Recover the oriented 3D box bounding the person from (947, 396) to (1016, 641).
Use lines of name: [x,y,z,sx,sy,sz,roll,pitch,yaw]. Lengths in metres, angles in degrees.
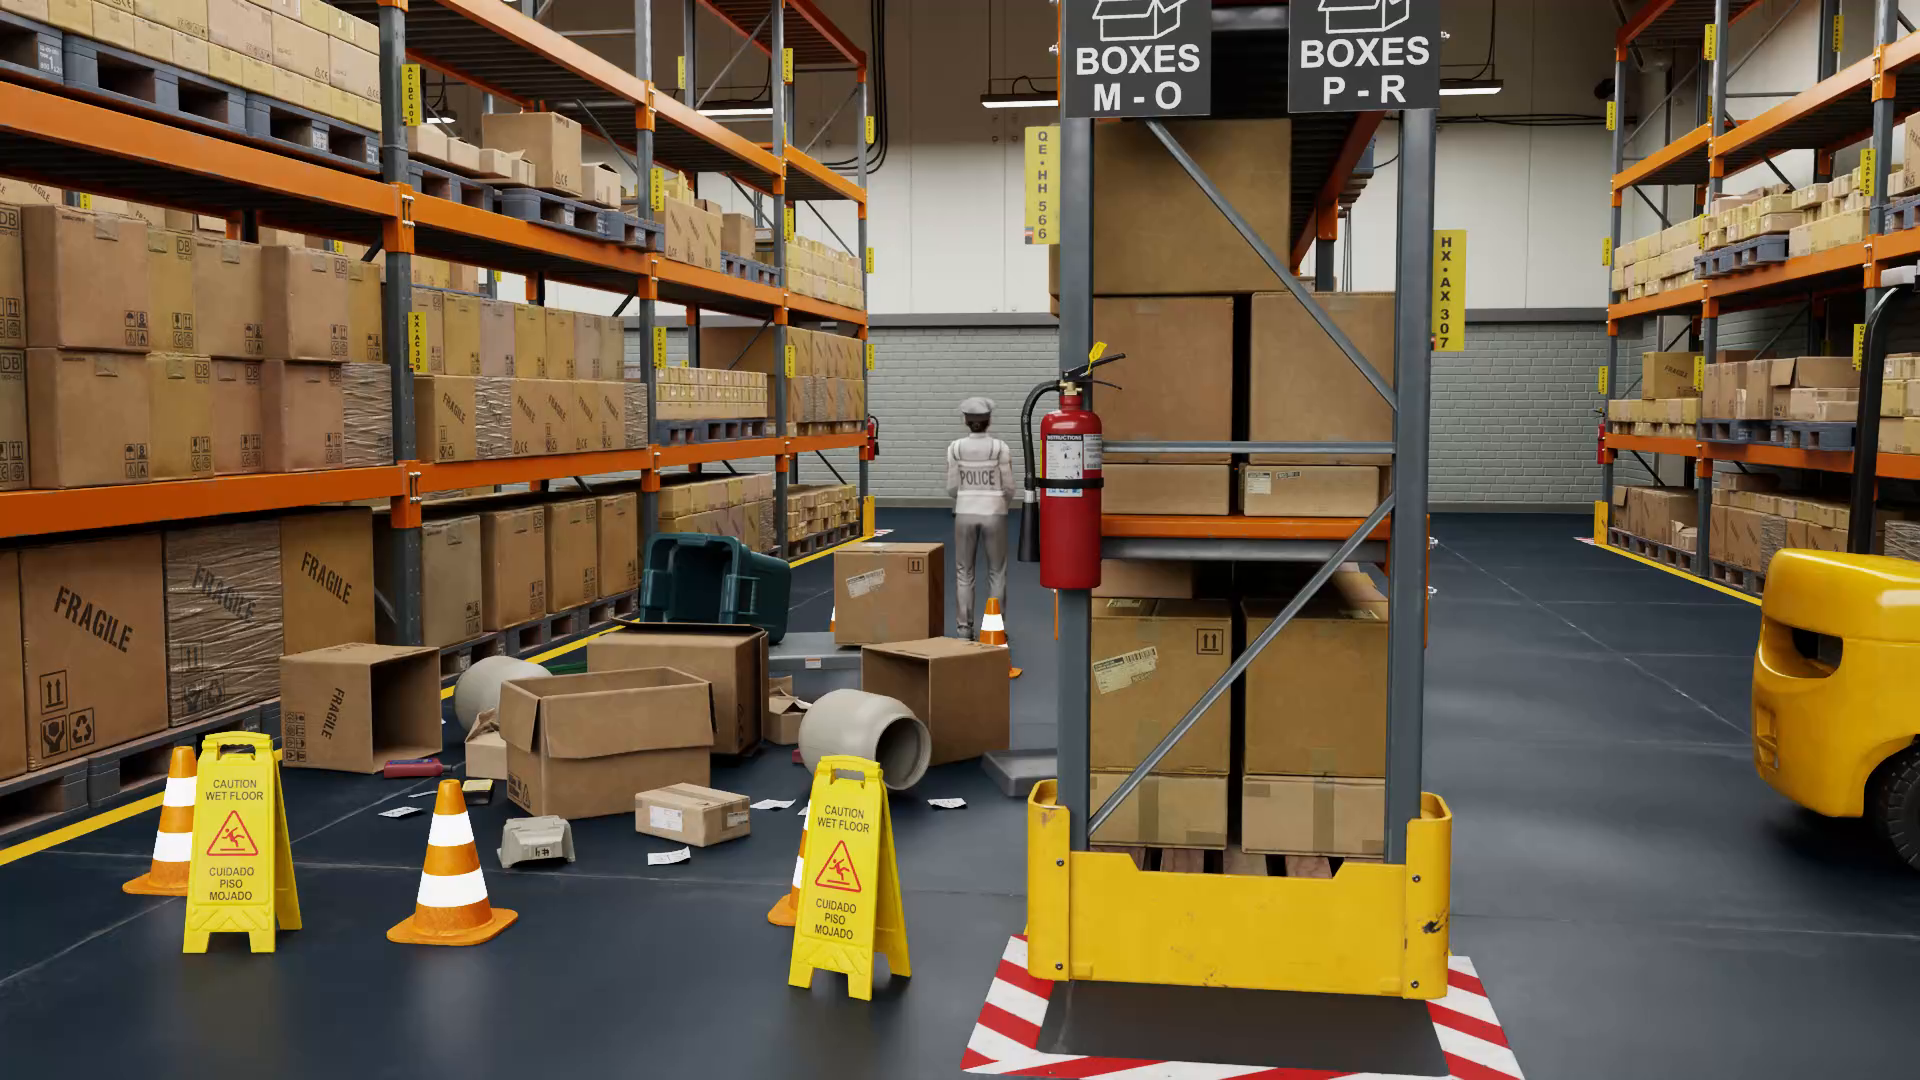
person: [0.150,-0.143,11.480,0.479,1.692,0.529,1,5,8]
